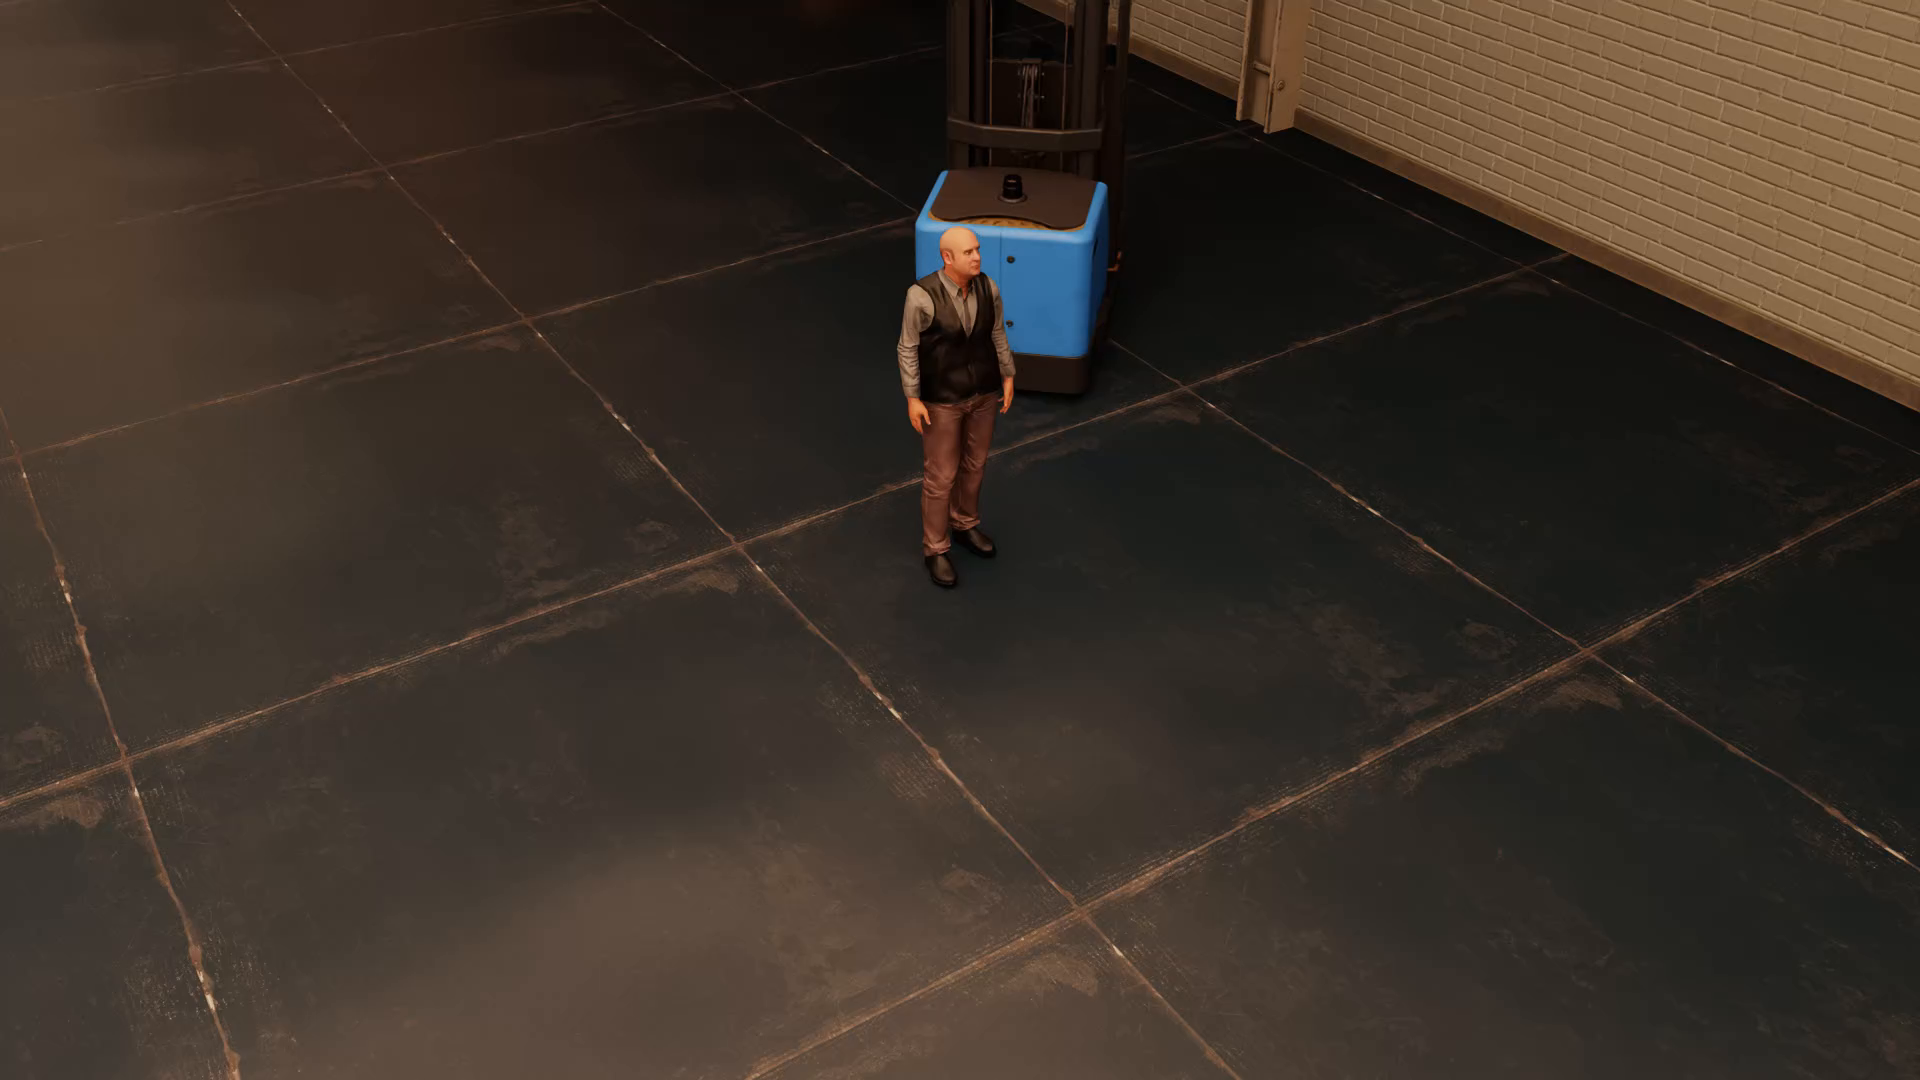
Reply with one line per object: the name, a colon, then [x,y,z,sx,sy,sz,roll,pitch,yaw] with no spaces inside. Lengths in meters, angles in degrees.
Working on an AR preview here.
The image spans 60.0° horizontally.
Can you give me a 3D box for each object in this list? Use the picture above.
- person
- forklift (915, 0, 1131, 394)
person: [0.028,-0.678,8.152,0.633,1.721,0.568,-21,40,-27]
forklift: [0.509,-2.899,10.273,1.130,2.935,3.031,6,36,9]
